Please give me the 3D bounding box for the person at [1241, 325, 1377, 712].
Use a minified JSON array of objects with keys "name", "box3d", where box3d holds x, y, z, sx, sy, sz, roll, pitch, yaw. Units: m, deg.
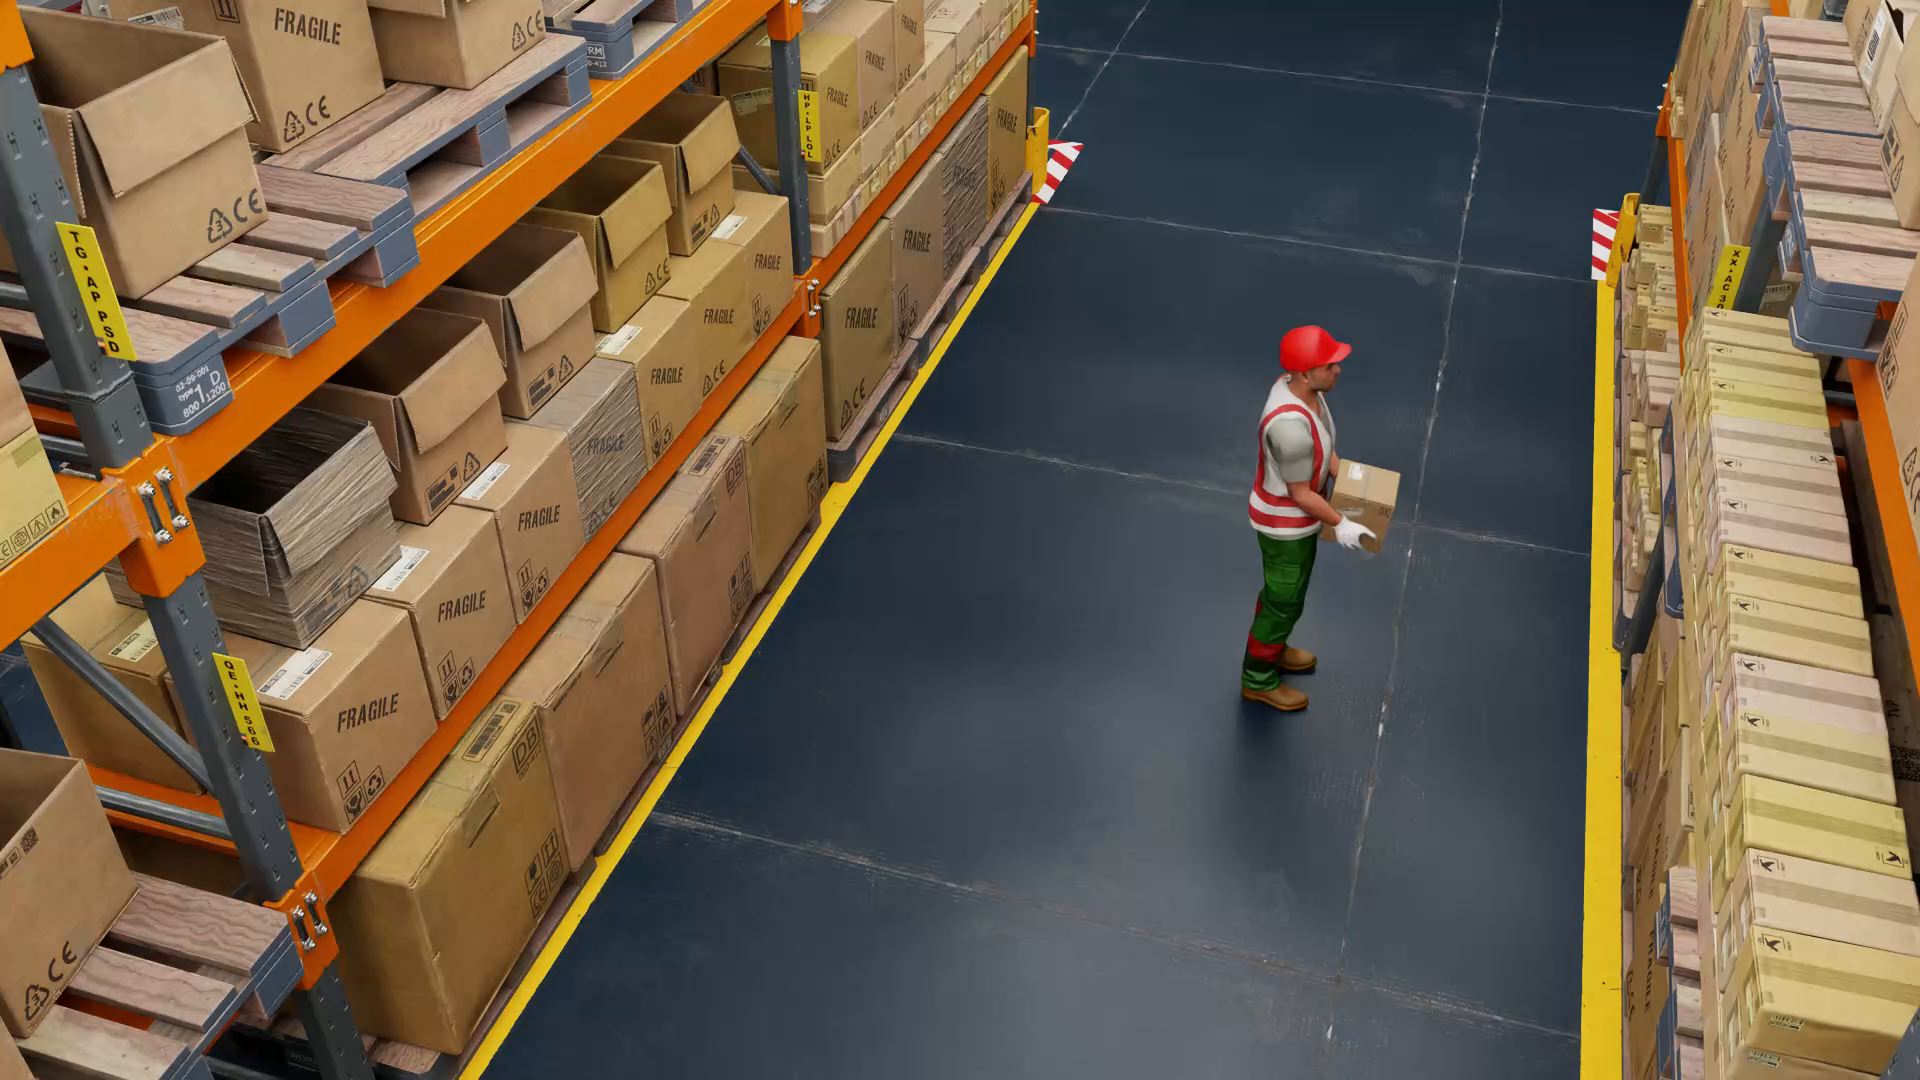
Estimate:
[{"name":"person","box3d":[1.482,-0.086,6.984,0.538,1.794,0.522,10,38,14]}]
